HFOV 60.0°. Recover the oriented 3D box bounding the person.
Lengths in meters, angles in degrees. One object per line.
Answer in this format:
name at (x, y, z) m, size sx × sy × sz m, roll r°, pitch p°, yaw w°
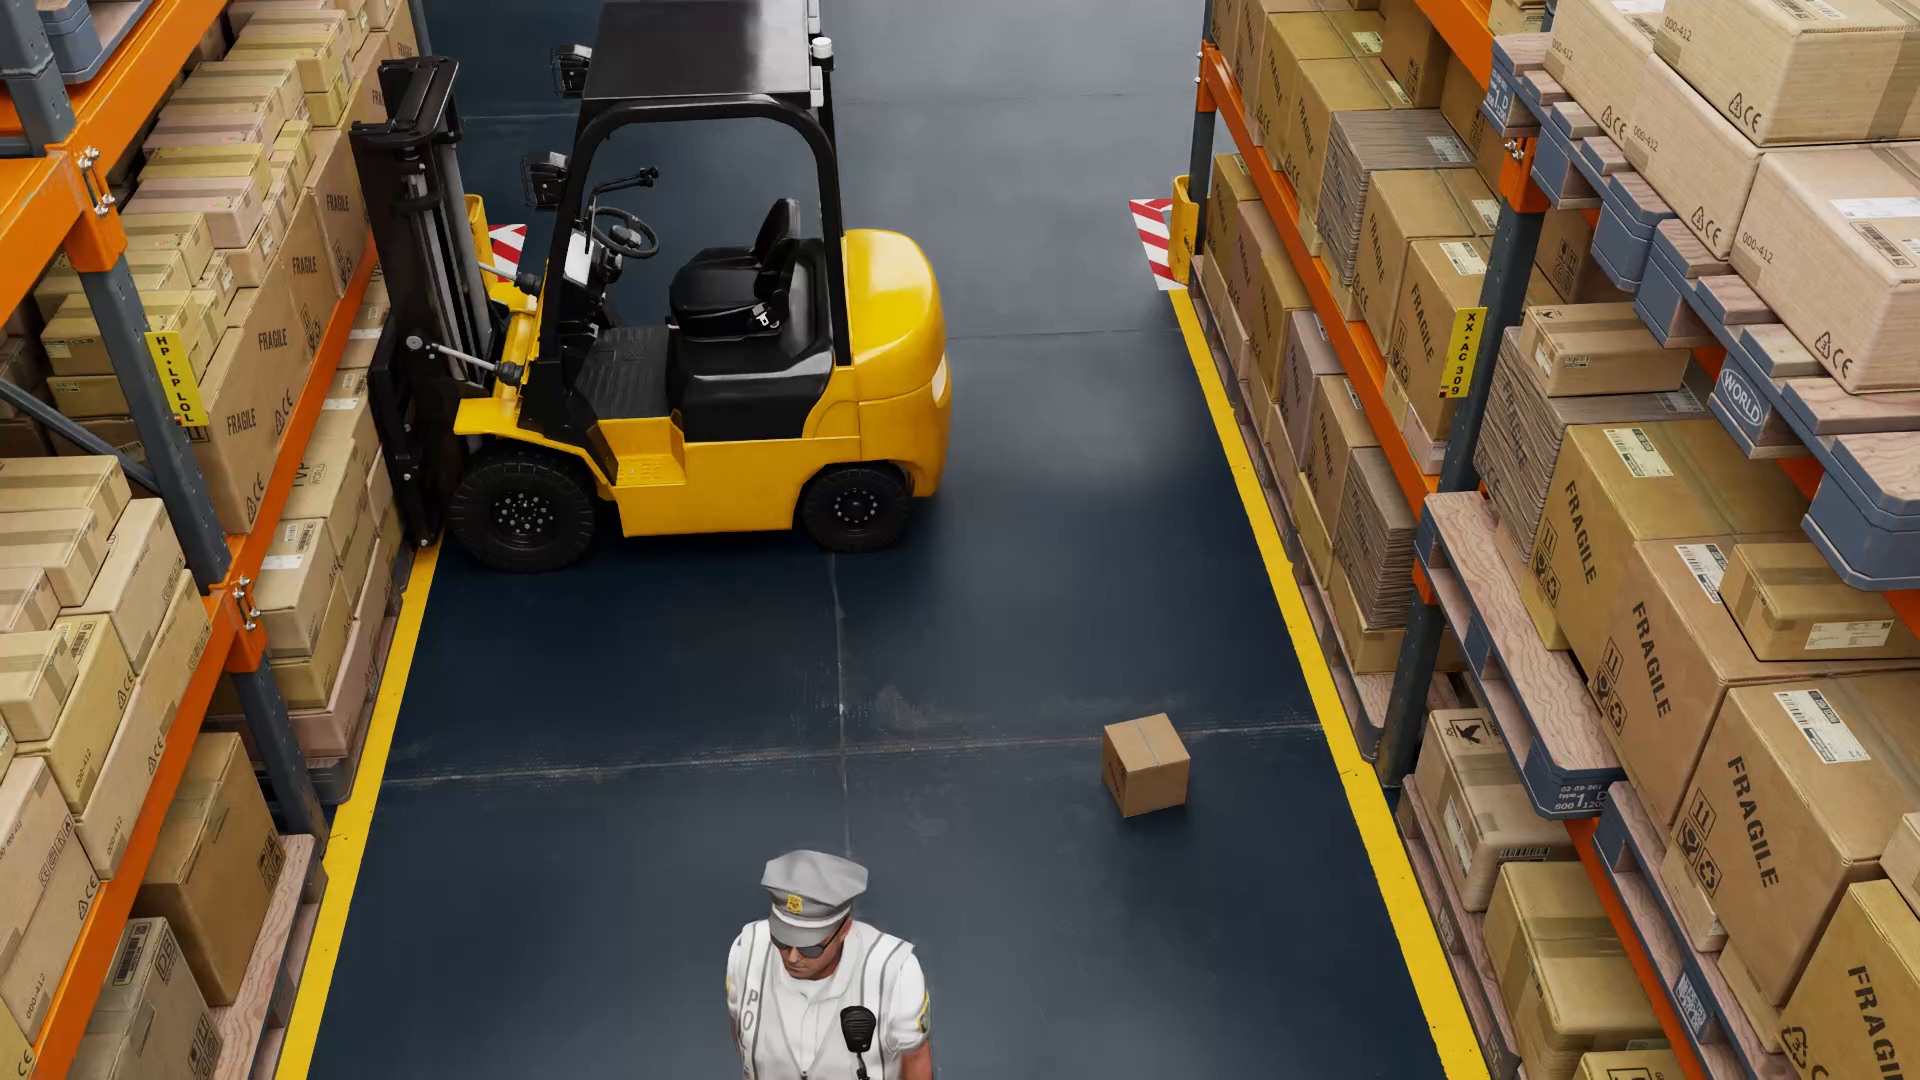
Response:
person at (-0.325, 1.434, 4.314) m, size 0.543 × 1.753 × 0.687 m, roll 6°, pitch 39°, yaw 8°
